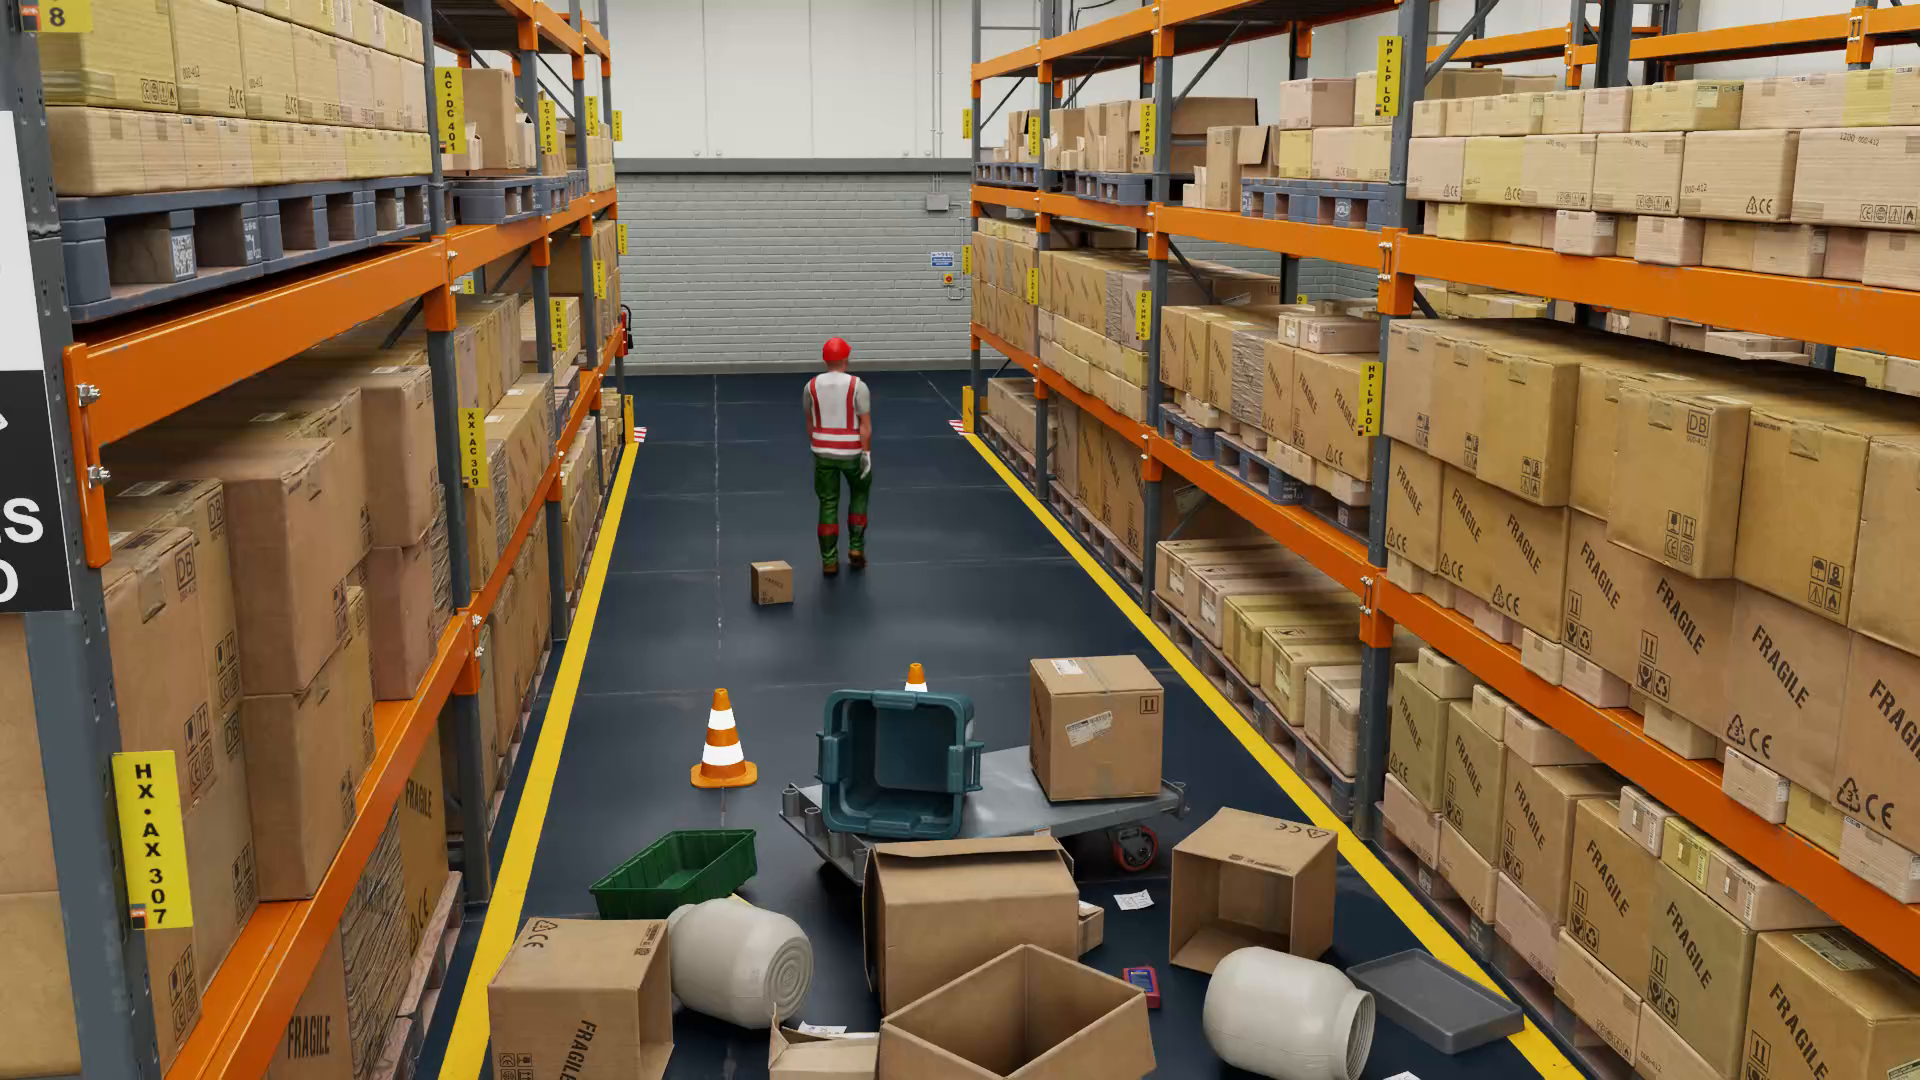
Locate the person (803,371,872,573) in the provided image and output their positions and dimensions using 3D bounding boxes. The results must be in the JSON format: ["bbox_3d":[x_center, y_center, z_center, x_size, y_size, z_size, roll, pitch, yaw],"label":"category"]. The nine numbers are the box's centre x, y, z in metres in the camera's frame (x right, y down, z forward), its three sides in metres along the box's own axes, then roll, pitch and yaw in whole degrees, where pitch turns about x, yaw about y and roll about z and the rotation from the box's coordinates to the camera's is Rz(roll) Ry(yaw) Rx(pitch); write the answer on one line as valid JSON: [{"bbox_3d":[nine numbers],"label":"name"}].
[{"bbox_3d":[-0.921,-0.516,12.752,0.537,1.600,0.592,2,13,7],"label":"person"}]
